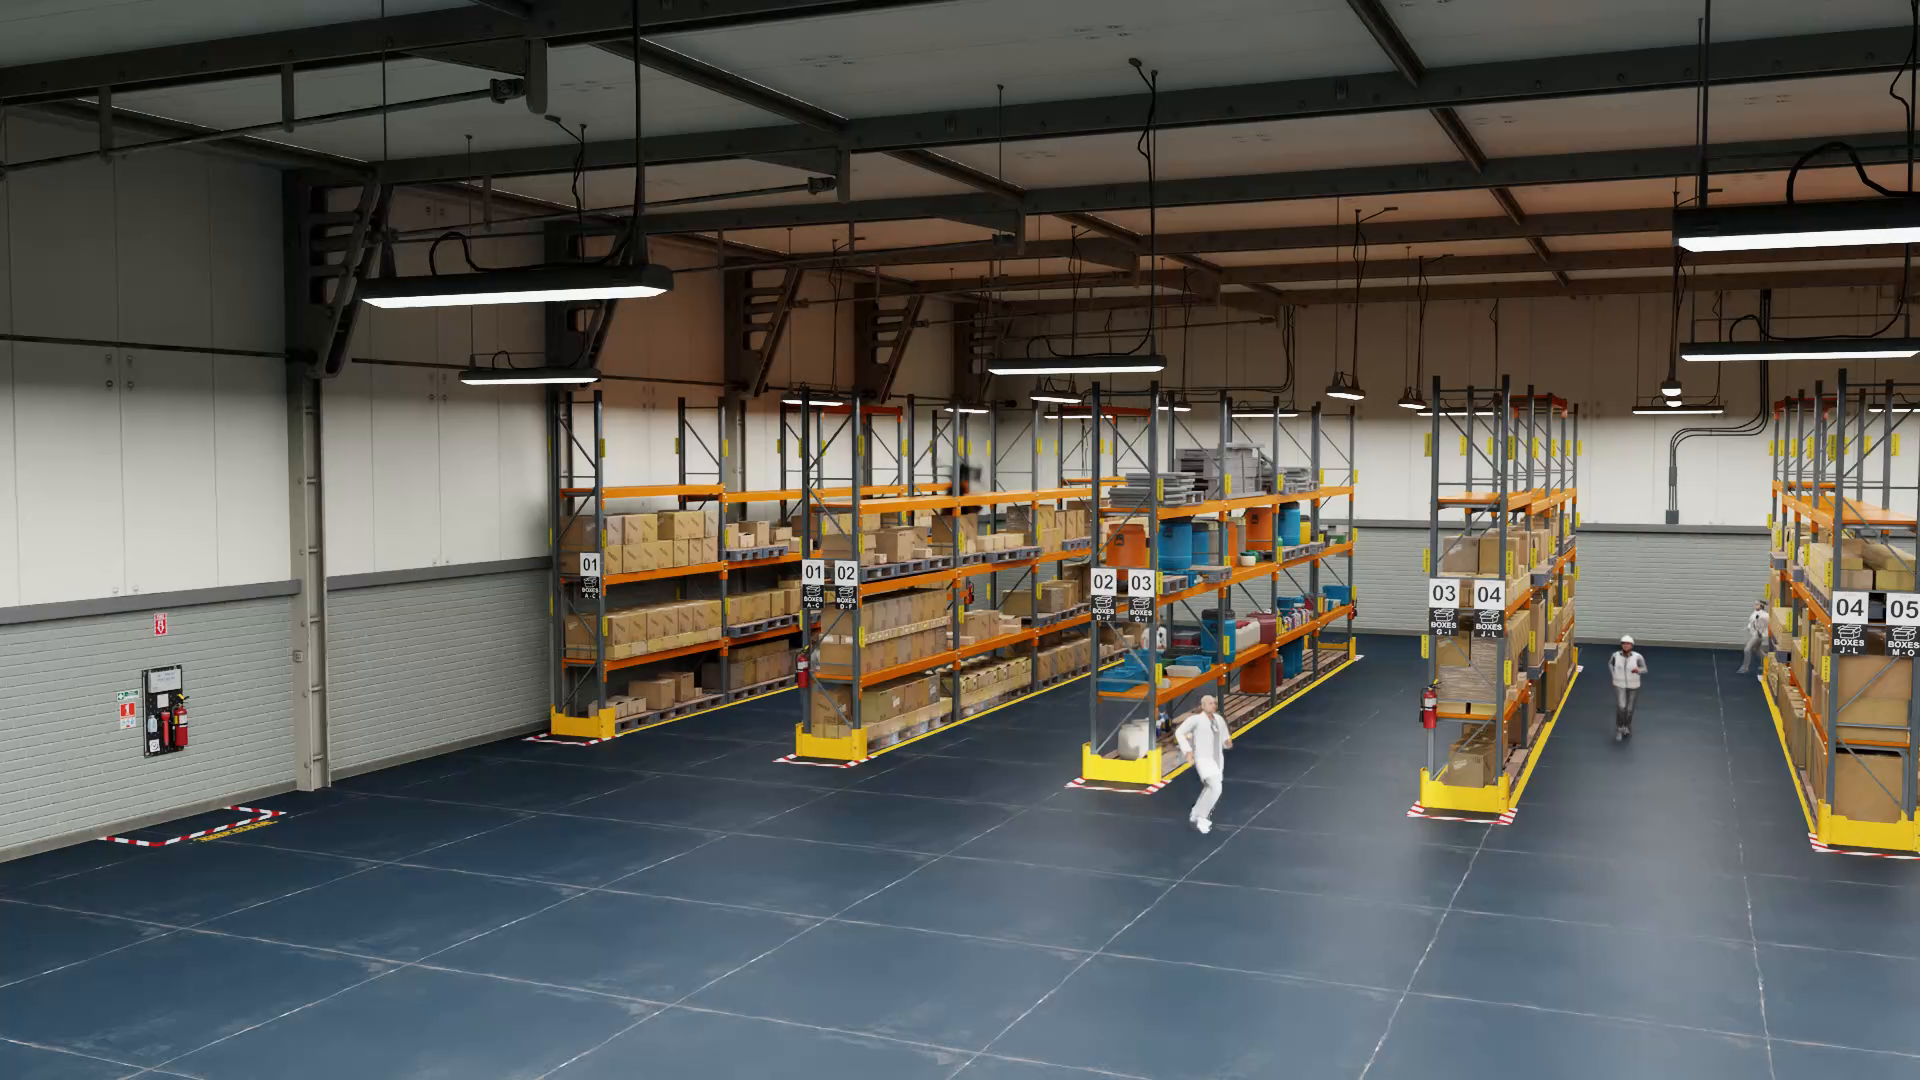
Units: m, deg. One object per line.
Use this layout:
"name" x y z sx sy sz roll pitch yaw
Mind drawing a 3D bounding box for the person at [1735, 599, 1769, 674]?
"person" 17.633 2.144 36.784 0.800 1.720 0.679 0 3 5

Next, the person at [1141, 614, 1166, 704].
"person" 3.812 2.327 32.556 0.636 1.801 0.693 1 3 15

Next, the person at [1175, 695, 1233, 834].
"person" 3.252 2.921 21.680 0.684 1.789 0.761 -2 4 -37

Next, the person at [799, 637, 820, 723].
"person" -2.720 2.546 30.218 0.546 1.560 0.730 1 3 21

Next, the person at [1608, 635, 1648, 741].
"person" 11.482 2.556 28.596 0.625 1.838 0.763 1 3 20
